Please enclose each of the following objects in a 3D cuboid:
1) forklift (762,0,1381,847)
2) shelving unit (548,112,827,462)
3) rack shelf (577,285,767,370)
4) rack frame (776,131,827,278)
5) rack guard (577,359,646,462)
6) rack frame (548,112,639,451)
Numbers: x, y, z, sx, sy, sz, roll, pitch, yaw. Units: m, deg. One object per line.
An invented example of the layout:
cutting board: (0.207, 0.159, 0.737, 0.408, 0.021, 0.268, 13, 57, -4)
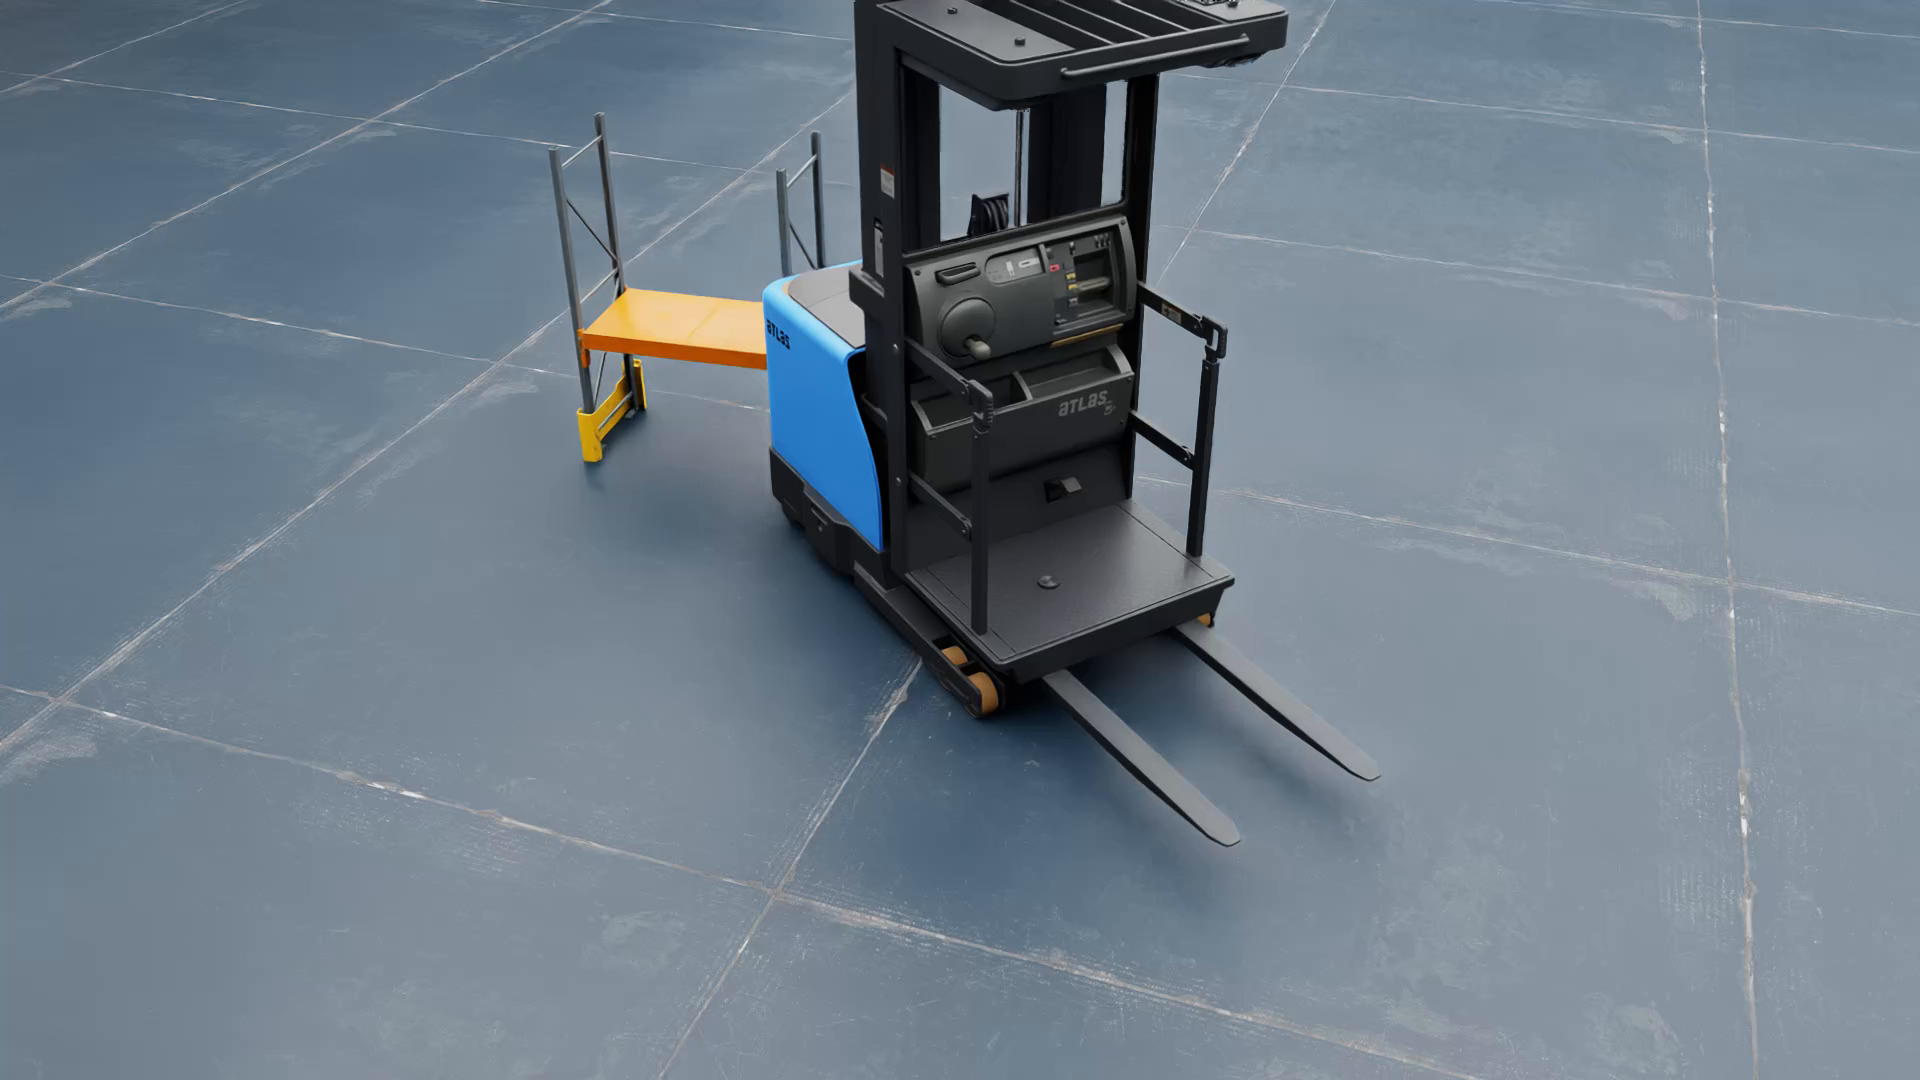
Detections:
forklift: (0.353, -0.859, 5.878, 1.130, 2.935, 3.031, -18, 37, -26)
shelving unit: (-1.185, -1.088, 7.552, 1.083, 1.500, 0.587, 8, 34, 12)
rack shelf: (-1.177, -0.935, 7.648, 1.000, 0.185, 0.538, 8, 34, 12)
rack frame: (-0.684, -1.019, 7.446, 0.032, 1.500, 0.500, 8, 34, 12)
rack guard: (-1.668, -0.629, 7.993, 0.087, 0.250, 0.587, 8, 34, 12)
rack frame: (-1.670, -1.154, 7.655, 0.032, 1.500, 0.500, 8, 34, 12)
